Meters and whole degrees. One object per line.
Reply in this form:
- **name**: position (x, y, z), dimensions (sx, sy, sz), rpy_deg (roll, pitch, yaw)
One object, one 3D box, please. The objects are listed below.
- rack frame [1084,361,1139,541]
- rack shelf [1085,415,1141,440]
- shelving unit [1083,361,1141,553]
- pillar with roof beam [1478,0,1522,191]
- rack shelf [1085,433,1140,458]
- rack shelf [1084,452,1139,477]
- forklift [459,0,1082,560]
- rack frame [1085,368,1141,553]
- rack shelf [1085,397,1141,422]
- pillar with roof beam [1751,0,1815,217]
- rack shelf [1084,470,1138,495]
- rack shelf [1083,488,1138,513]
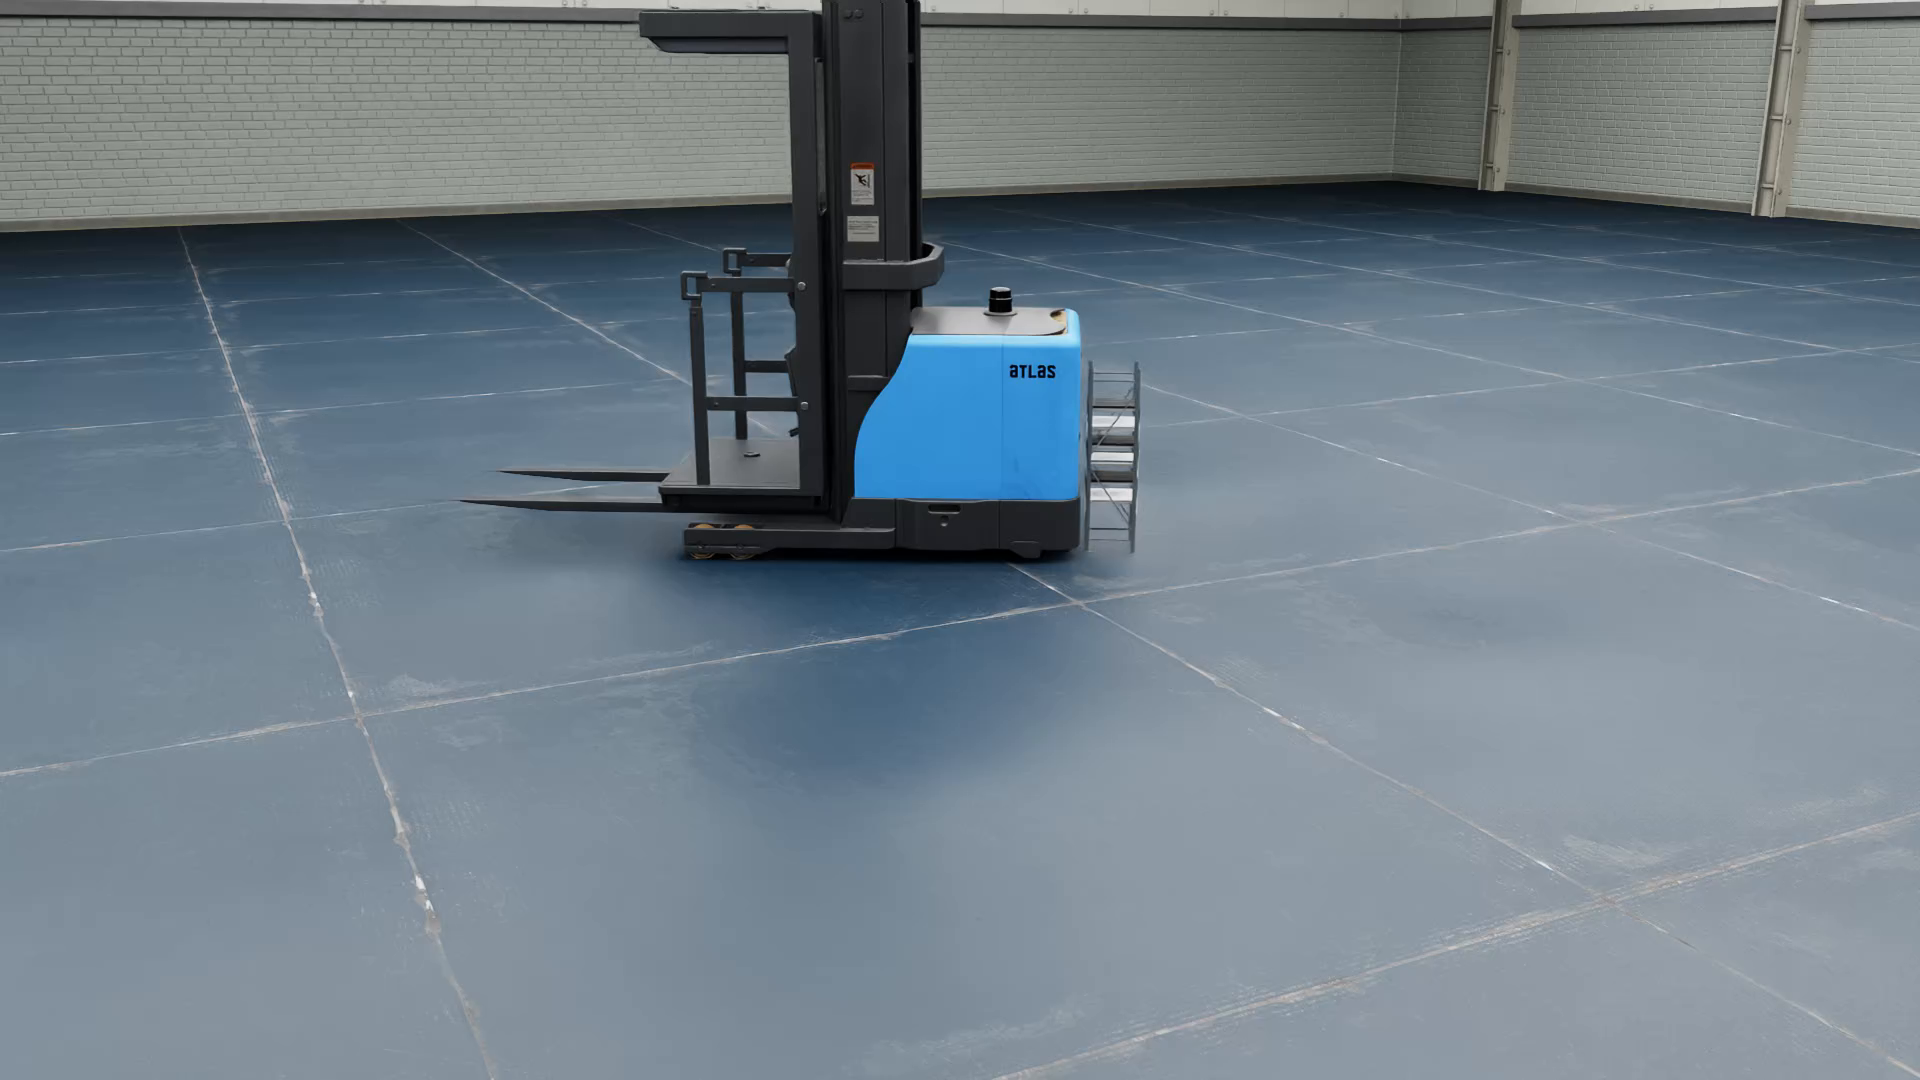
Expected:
- **rack frame**: position (0.735, -0.427, 8.104), dimensions (0.240, 0.900, 0.006), rpy_deg (1, 16, 3)
- **rack shelf**: position (0.730, -0.540, 7.966), dimensions (0.258, 0.077, 0.200), rpy_deg (1, 16, 3)
- **shelving unit**: position (0.730, -0.399, 8.007), dimensions (0.258, 0.900, 0.210), rpy_deg (1, 16, 3)
- **pillar with roof beam**: position (6.012, -10.309, 27.861), dimensions (9.100, 9.000, 0.400), rpy_deg (-8, 18, -25)
- **rack shelf**: position (0.730, -0.453, 7.991), dimensions (0.258, 0.077, 0.200), rpy_deg (1, 16, 3)
- **rack shelf**: position (0.729, -0.367, 8.016), dimensions (0.258, 0.077, 0.200), rpy_deg (1, 16, 3)
- **forklift**: position (-0.919, -1.458, 8.016), dimensions (3.031, 2.935, 1.130), rpy_deg (1, 16, 3)
- **rack frame**: position (0.724, -0.371, 7.909), dimensions (0.240, 0.900, 0.006), rpy_deg (1, 16, 3)
- **rack shelf**: position (0.730, -0.626, 7.941), dimensions (0.258, 0.077, 0.200), rpy_deg (1, 16, 3)
- **pillar with roof beam**: position (8.640, -8.821, 22.676), dimensions (9.100, 9.000, 0.400), rpy_deg (-8, 18, -25)
- **rack shelf**: position (0.729, -0.280, 8.041), dimensions (0.258, 0.077, 0.200), rpy_deg (1, 16, 3)
- **rack shelf**: position (0.729, -0.194, 8.066), dimensions (0.258, 0.077, 0.200), rpy_deg (1, 16, 3)
